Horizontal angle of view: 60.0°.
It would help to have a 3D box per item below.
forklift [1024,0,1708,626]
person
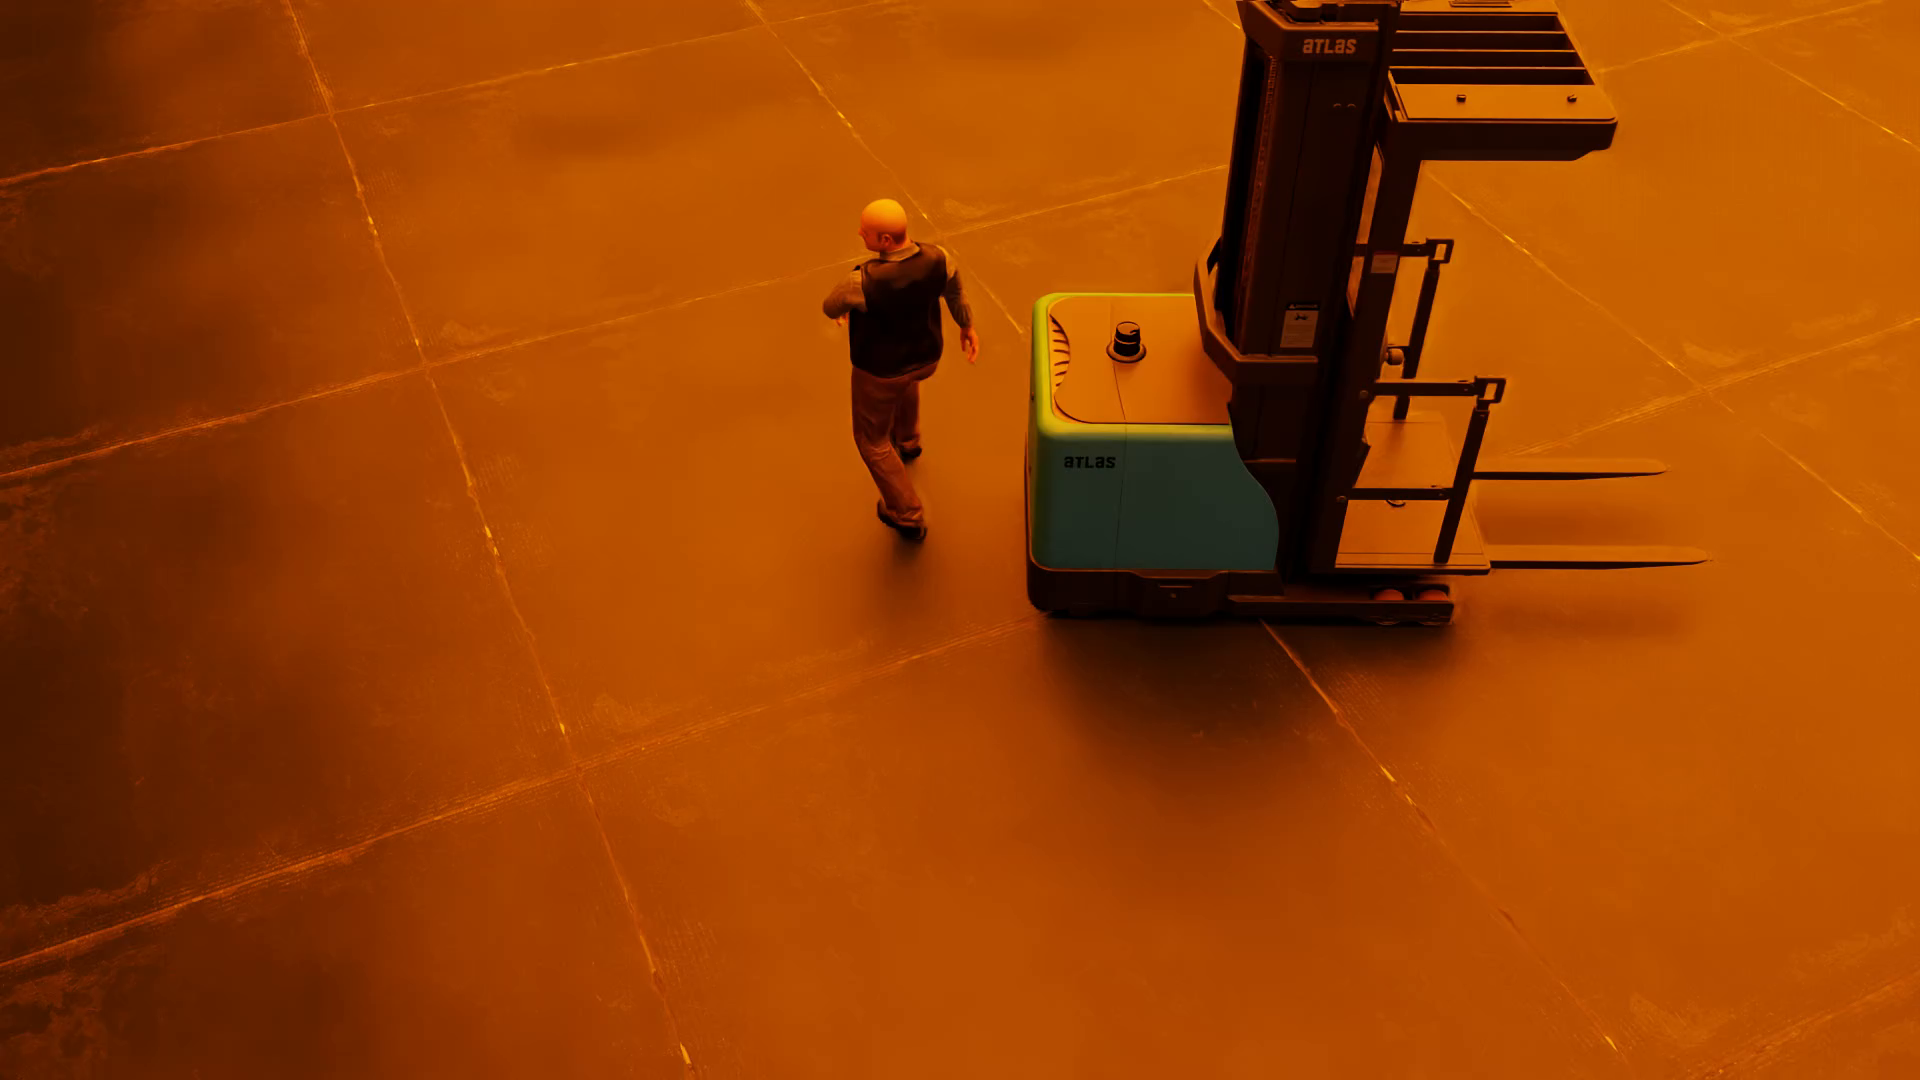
[{"bbox_3d":[1.823,-1.058,6.814,3.031,2.935,1.130,0,43,0],"label":"forklift"},{"bbox_3d":[-0.261,-0.892,7.594,0.695,1.637,0.785,-28,50,-26],"label":"person"}]
